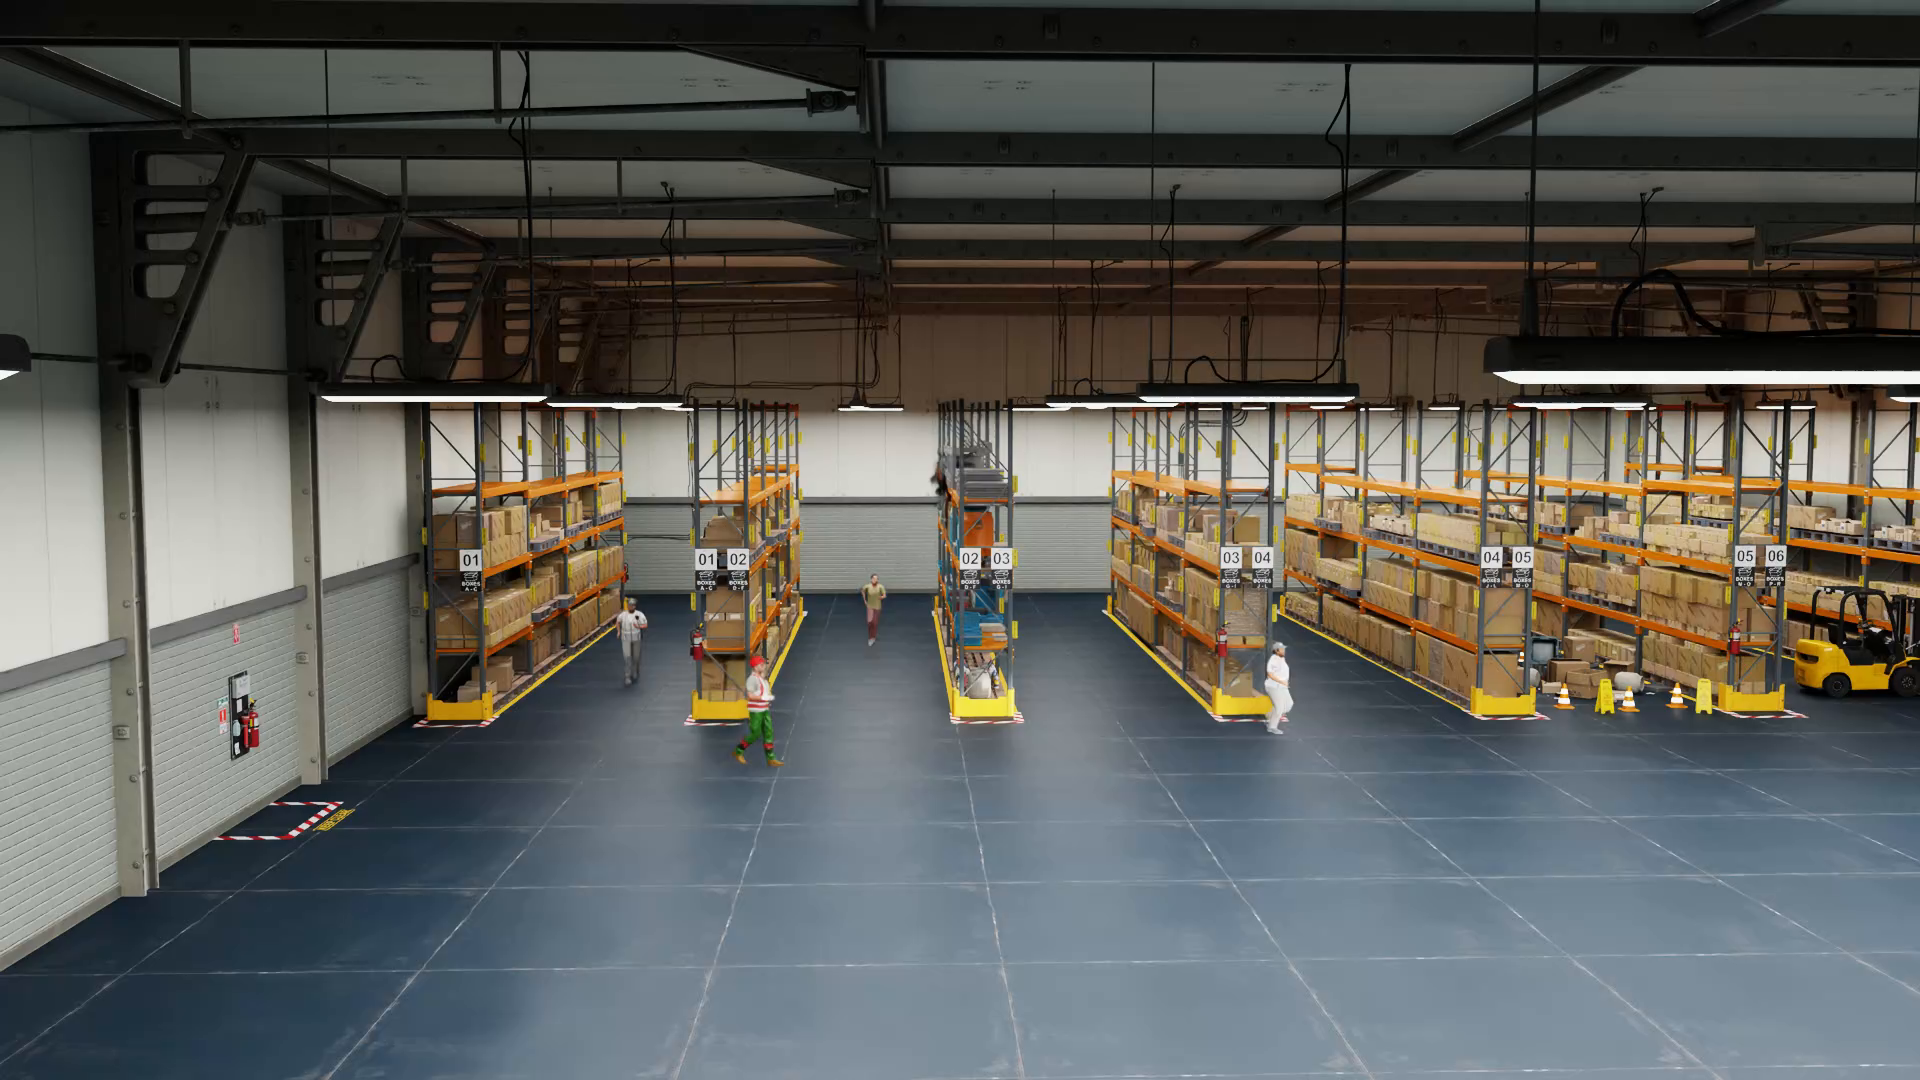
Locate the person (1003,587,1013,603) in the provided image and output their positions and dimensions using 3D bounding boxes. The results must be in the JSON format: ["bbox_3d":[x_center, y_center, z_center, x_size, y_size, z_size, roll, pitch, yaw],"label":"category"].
[{"bbox_3d":[1.291,1.073,50.333,0.644,1.690,0.669,1,4,11],"label":"person"}]

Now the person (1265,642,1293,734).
[{"bbox_3d":[5.691,2.650,29.823,0.546,1.634,0.604,3,5,32],"label":"person"}]

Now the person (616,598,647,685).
[{"bbox_3d":[-6.990,2.127,35.434,0.656,1.796,0.935,-1,4,-12],"label":"person"}]

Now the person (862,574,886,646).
[{"bbox_3d":[-2.019,1.747,39.238,0.567,1.498,0.690,-1,4,-7],"label":"person"}]

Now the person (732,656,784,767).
[{"bbox_3d":[-3.278,2.767,26.905,0.865,1.784,0.673,1,4,15],"label":"person"}]
